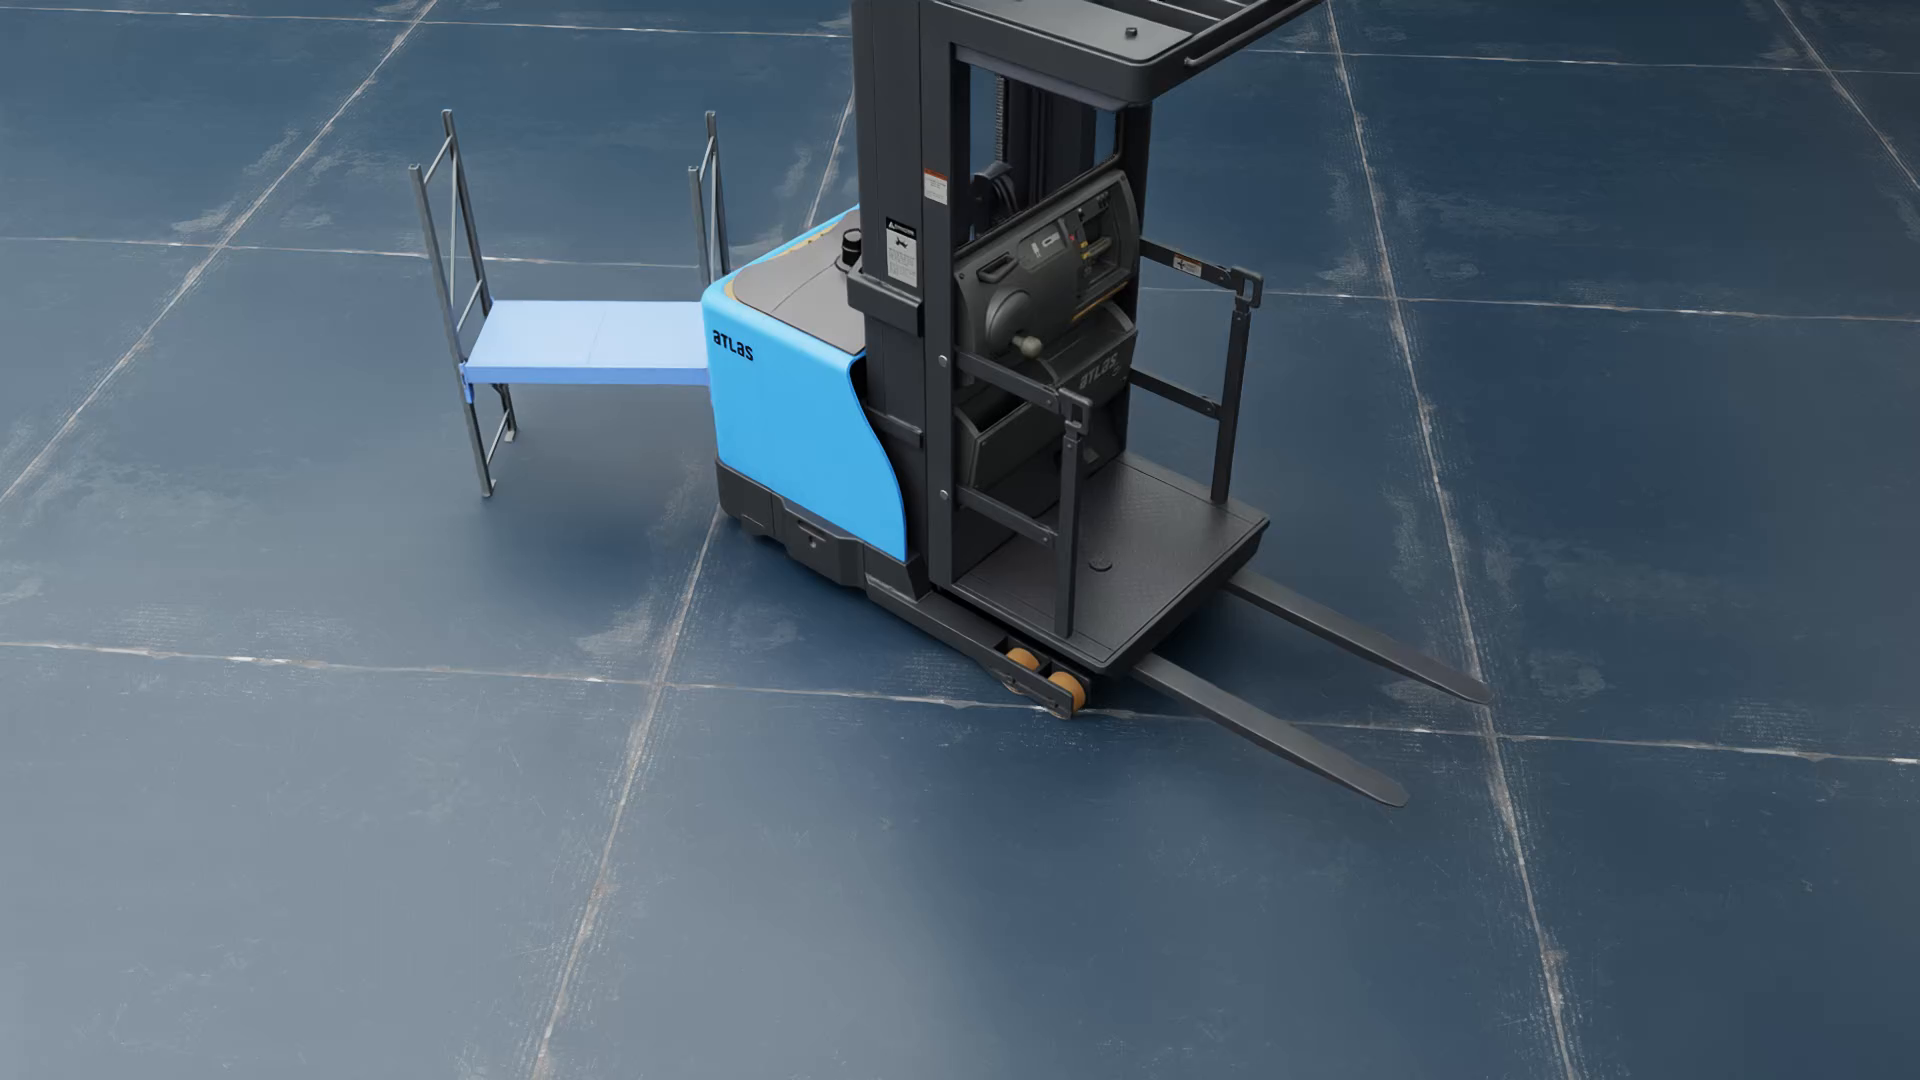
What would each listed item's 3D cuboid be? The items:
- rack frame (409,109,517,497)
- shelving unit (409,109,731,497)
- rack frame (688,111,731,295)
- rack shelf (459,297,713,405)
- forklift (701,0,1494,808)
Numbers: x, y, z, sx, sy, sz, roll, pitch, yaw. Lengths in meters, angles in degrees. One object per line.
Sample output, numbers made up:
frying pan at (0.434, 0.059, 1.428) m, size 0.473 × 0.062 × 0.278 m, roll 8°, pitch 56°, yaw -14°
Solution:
rack frame at (-1.980, -0.922, 6.694) m, size 0.032 × 1.500 × 0.500 m, roll 1°, pitch 39°, yaw 1°
shelving unit at (-1.472, -0.917, 6.688) m, size 1.048 × 1.500 × 0.538 m, roll 1°, pitch 39°, yaw 1°
rack frame at (-0.964, -0.912, 6.682) m, size 0.032 × 1.500 × 0.500 m, roll 1°, pitch 39°, yaw 1°
rack shelf at (-1.472, -0.777, 6.802) m, size 1.000 × 0.185 × 0.538 m, roll 1°, pitch 39°, yaw 1°
forklift at (0.470, -0.877, 5.506) m, size 3.031 × 2.935 × 1.130 m, roll 28°, pitch 47°, yaw 30°
